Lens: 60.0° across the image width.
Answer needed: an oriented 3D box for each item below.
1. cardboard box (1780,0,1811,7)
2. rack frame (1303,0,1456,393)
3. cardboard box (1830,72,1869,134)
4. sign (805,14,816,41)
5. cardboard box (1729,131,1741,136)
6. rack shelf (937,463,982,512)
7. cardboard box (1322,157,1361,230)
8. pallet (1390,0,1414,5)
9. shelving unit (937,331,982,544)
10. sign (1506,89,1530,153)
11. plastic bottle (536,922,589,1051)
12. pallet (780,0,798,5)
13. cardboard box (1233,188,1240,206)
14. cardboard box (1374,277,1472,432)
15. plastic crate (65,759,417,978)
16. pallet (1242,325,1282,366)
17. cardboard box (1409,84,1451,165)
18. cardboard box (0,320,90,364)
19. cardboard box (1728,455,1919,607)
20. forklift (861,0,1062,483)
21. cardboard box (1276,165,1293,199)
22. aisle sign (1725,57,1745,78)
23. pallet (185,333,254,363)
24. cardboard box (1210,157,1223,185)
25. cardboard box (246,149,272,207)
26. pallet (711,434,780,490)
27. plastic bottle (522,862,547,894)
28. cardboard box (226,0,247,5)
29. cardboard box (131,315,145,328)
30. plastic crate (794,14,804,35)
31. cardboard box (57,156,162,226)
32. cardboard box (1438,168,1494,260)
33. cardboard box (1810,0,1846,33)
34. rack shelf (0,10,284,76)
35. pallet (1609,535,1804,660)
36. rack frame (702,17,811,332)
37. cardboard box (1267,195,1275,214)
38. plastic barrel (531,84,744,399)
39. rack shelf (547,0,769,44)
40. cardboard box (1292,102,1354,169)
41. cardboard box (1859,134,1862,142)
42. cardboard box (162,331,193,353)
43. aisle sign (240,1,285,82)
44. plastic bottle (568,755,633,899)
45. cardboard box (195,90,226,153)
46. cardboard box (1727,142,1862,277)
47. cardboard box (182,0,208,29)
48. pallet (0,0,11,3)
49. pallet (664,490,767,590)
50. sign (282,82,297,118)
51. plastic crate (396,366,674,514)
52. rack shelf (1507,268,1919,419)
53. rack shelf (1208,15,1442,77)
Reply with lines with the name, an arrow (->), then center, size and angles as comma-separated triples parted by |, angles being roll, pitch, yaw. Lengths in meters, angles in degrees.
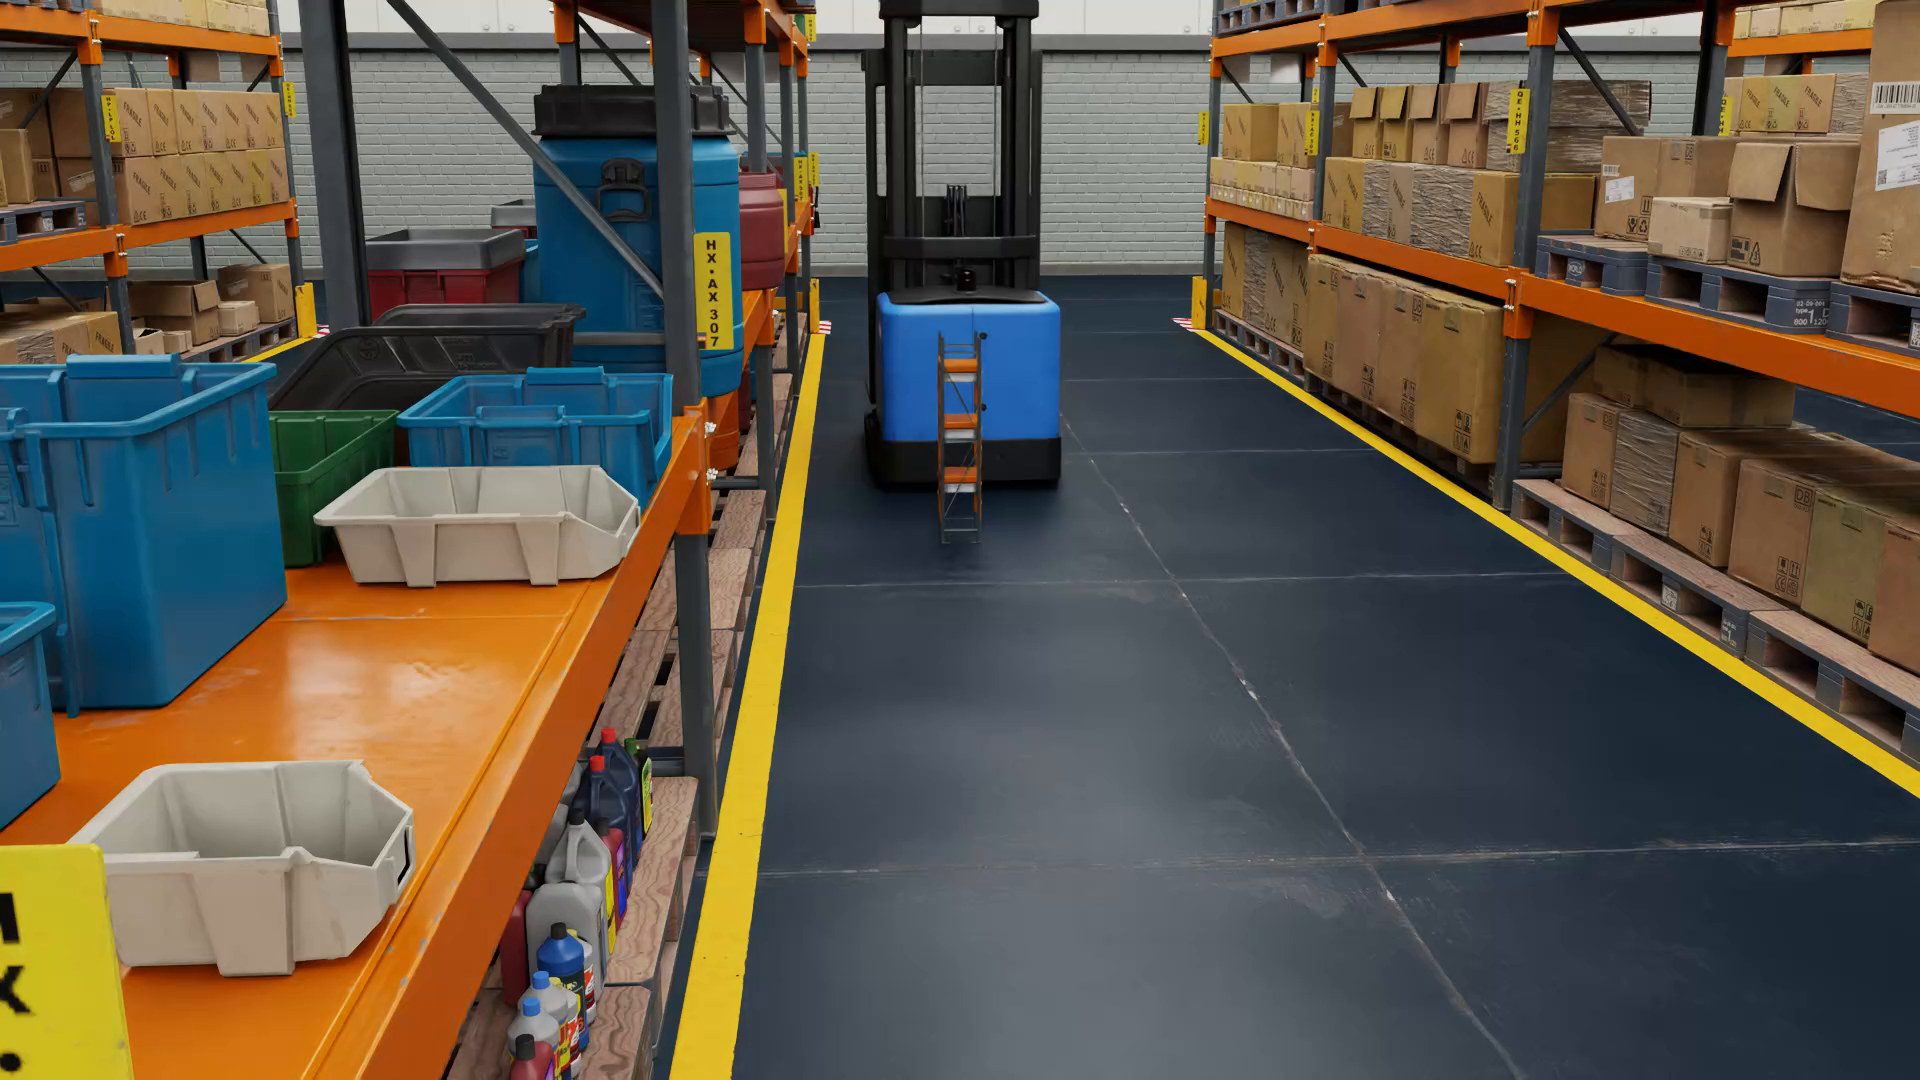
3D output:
cardboard box -> 7.738, -4.922, 14.912 | 0.500, 0.250, 0.500 | -1, 14, -3
rack frame -> 3.209, -2.622, 12.697 | 1.000, 3.000, 0.127 | -1, 14, -3
cardboard box -> 7.811, -3.719, 14.156 | 0.500, 0.500, 0.500 | -1, 14, -2
sign -> -1.435, -4.955, 15.954 | 0.100, 0.325, 0.005 | -1, 14, -3
cardboard box -> 7.670, -3.745, 16.263 | 0.500, 0.500, 0.500 | 0, 14, -1
rack shelf -> -0.003, -0.242, 8.519 | 0.215, 0.259, 0.240 | -1, 14, -3
cardboard box -> 2.988, -2.552, 12.225 | 0.500, 0.500, 0.500 | -1, 14, -3
pallet -> 3.291, -3.426, 10.180 | 1.003, 0.211, 1.213 | 0, 14, -1
shelving unit -> -0.003, -0.522, 8.447 | 0.215, 1.050, 0.252 | -1, 14, -3
sign -> 2.903, -2.178, 8.650 | 0.100, 0.325, 0.005 | -1, 14, -3
plastic bottle -> -0.833, 0.931, 3.481 | 0.097, 0.271, 0.097 | 0, 14, 0
pallet -> -1.515, -3.431, 10.202 | 1.003, 0.211, 1.213 | -1, 14, -3
cardboard box -> 2.719, -3.146, 15.239 | 0.380, 0.149, 0.250 | -1, 14, -5
cardboard box -> 3.387, -1.195, 10.573 | 1.225, 0.875, 0.875 | -1, 14, -3
plastic crate -> -0.726, 0.339, 1.718 | 0.298, 0.136, 0.250 | -1, 14, -3
pallet -> 3.161, -1.766, 14.966 | 1.003, 0.211, 1.213 | -1, 14, -3
cardboard box -> 3.342, -2.672, 10.679 | 0.797, 0.503, 0.637 | 0, 14, -2
cardboard box -> -6.340, -1.231, 11.425 | 0.500, 0.500, 0.500 | -1, 14, -3
cardboard box -> 3.642, -0.046, 6.819 | 0.700, 0.500, 0.500 | -2, 15, -8
forklift -> -0.062, -2.063, 10.663 | 1.130, 2.935, 3.031 | -1, 14, -5
cardboard box -> 2.885, -2.928, 13.590 | 0.500, 0.250, 0.500 | 0, 14, -2
aisle sign -> 7.614, -4.941, 16.492 | 0.394, 0.787, 0.004 | -1, 14, -3
pallet -> -6.799, -1.594, 14.300 | 1.003, 0.211, 1.213 | -1, 14, -3
cardboard box -> 2.721, -3.565, 16.065 | 0.500, 0.250, 0.500 | -1, 14, -5
cardboard box -> -6.592, -3.277, 15.042 | 0.500, 0.500, 0.500 | -1, 14, -3
pallet -> -1.577, -0.396, 9.640 | 1.003, 0.211, 1.213 | -1, 14, -3
plastic bottle -> -0.980, 0.838, 3.817 | 0.061, 0.283, 0.133 | -1, 14, -3
cardboard box -> -6.609, -4.839, 14.591 | 0.500, 0.250, 0.500 | -1, 14, -3
cardboard box -> -7.044, -1.705, 13.645 | 0.500, 0.311, 0.500 | -1, 14, -3
plastic crate -> -1.637, -4.649, 14.983 | 0.450, 0.188, 0.336 | -1, 14, -3
cardboard box -> -6.439, -2.649, 12.603 | 0.500, 0.500, 0.500 | -1, 14, -2
cardboard box -> 3.154, -1.919, 9.763 | 0.500, 0.500, 0.500 | -1, 14, -4
cardboard box -> 7.784, -4.545, 14.453 | 0.500, 0.250, 0.500 | -1, 14, -4
rack shelf -> -6.803, -4.072, 13.755 | 1.077, 0.370, 4.000 | -1, 14, -3
pallet -> 3.576, 0.220, 7.246 | 1.003, 0.211, 1.213 | -1, 14, -3
rack frame -> -1.983, -3.540, 16.266 | 1.000, 3.000, 0.127 | -1, 14, -3
cardboard box -> 2.799, -2.827, 13.998 | 0.380, 0.149, 0.250 | -1, 14, -2
plastic barrel -> -0.961, -0.899, 4.996 | 0.600, 0.901, 0.708 | -1, 14, -3
rack shelf -> -1.363, -2.158, 6.316 | 1.077, 0.370, 4.000 | -1, 14, -3
cardboard box -> 2.913, -3.167, 13.013 | 0.500, 0.500, 0.500 | 0, 14, -2
cardboard box -> 7.822, -3.111, 13.800 | 0.500, 0.500, 0.500 | -1, 14, -5
cardboard box -> -6.553, -1.634, 13.659 | 0.380, 0.166, 0.250 | -1, 14, -3
aisle sign -> -6.625, -4.745, 15.733 | 0.394, 0.787, 0.004 | -1, 14, -3
plastic bottle -> -0.900, 0.717, 4.152 | 0.144, 0.351, 0.185 | -2, 15, -6
cardboard box -> -6.524, -3.509, 13.936 | 0.500, 0.500, 0.500 | 0, 14, -2
cardboard box -> 3.505, -1.315, 6.569 | 0.797, 0.503, 0.637 | 1, 14, 2
cardboard box -> -6.553, -4.348, 13.686 | 0.500, 0.250, 0.500 | -1, 14, -3
pallet -> -6.641, -3.410, 10.119 | 1.213, 0.211, 1.003 | -1, 14, -3
pallet -> -1.478, -0.007, 8.130 | 1.003, 0.211, 1.213 | -1, 14, -3
sign -> -6.372, -4.182, 15.803 | 0.100, 0.325, 0.005 | -1, 14, -3
plastic crate -> -0.900, -0.213, 3.632 | 0.499, 0.251, 0.616 | -1, 14, -3
rack shelf -> 3.580, -0.781, 6.987 | 1.077, 0.370, 4.000 | -1, 14, -3
rack shelf -> 3.085, -4.224, 14.346 | 1.077, 0.370, 4.000 | -1, 14, -3
